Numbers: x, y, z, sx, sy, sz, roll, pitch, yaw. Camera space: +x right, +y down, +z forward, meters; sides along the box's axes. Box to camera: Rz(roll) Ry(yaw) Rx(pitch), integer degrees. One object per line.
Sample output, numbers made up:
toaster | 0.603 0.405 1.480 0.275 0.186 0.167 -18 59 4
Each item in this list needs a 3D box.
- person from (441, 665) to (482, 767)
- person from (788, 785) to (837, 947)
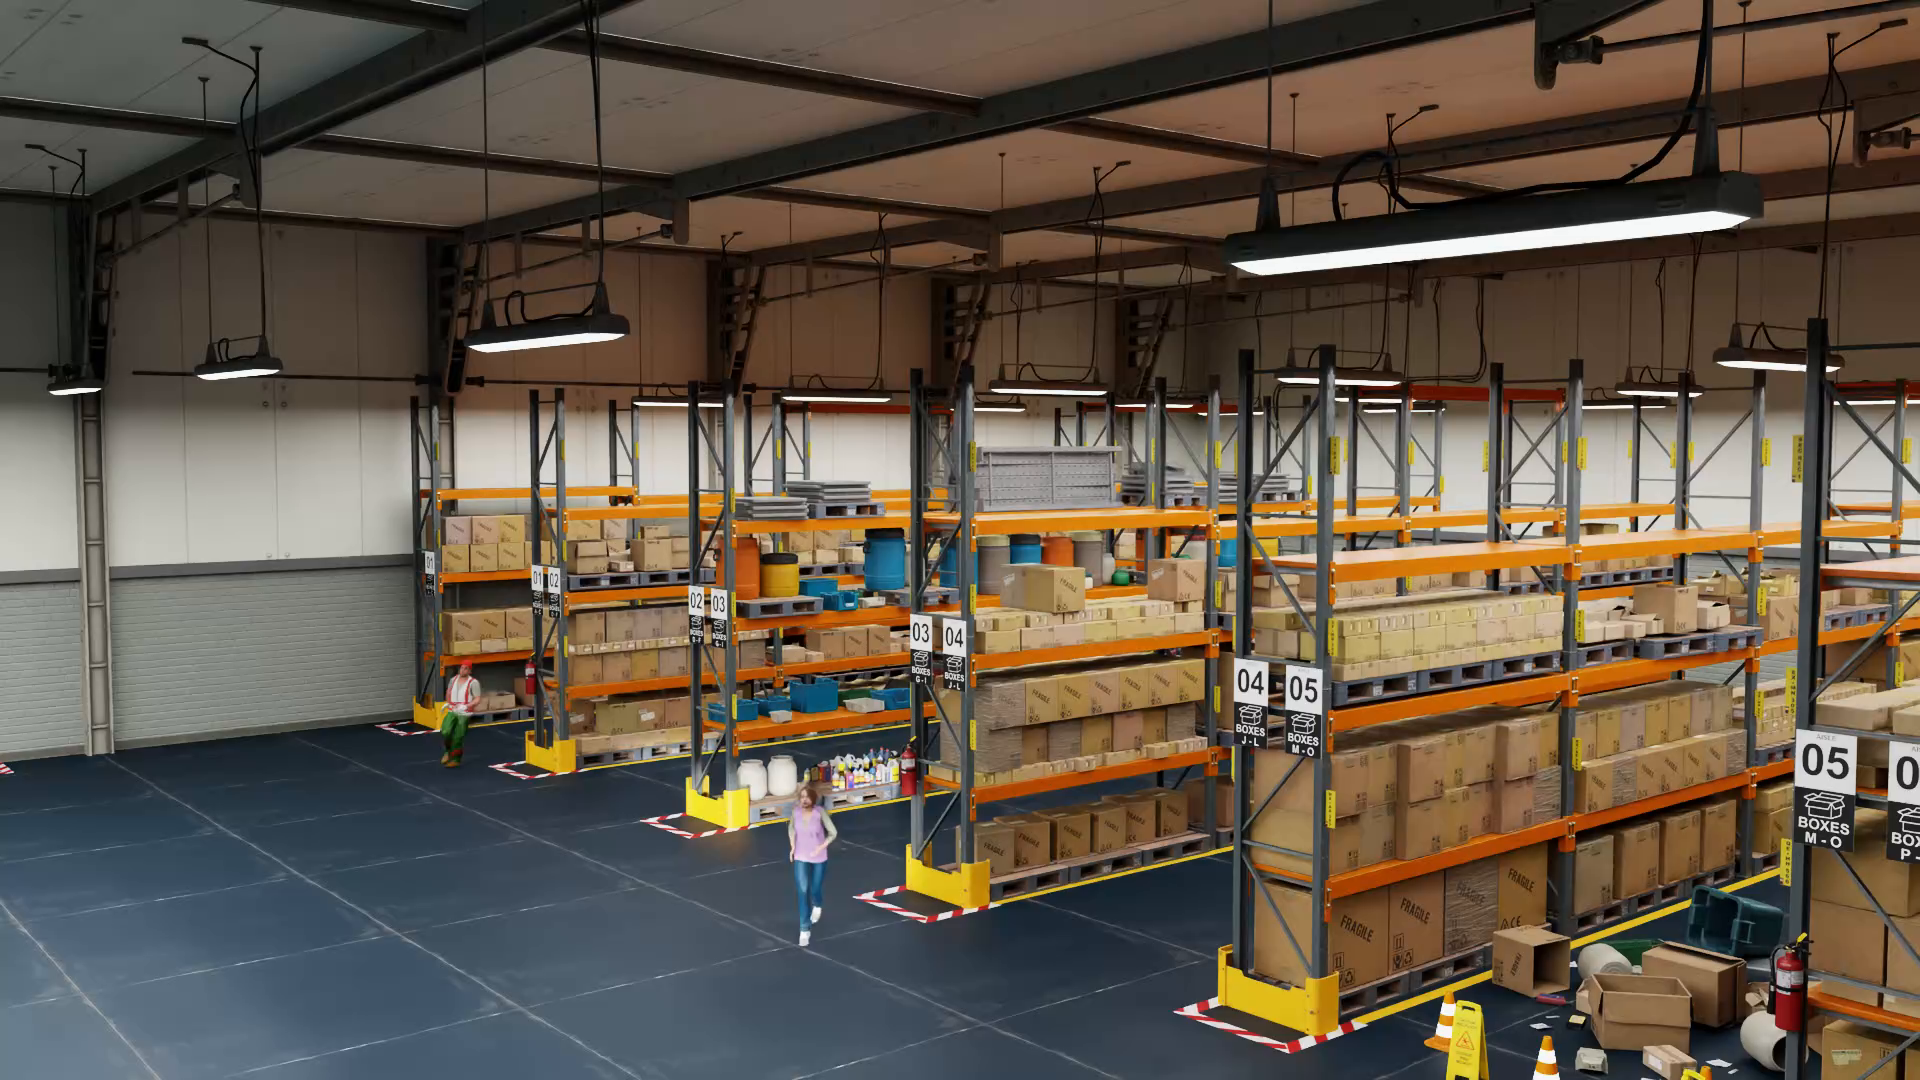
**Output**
person | -7.887 2.771 26.232 0.663 1.669 0.612 0 3 7
person | -1.540 3.342 17.349 0.534 1.619 0.763 0 3 5
